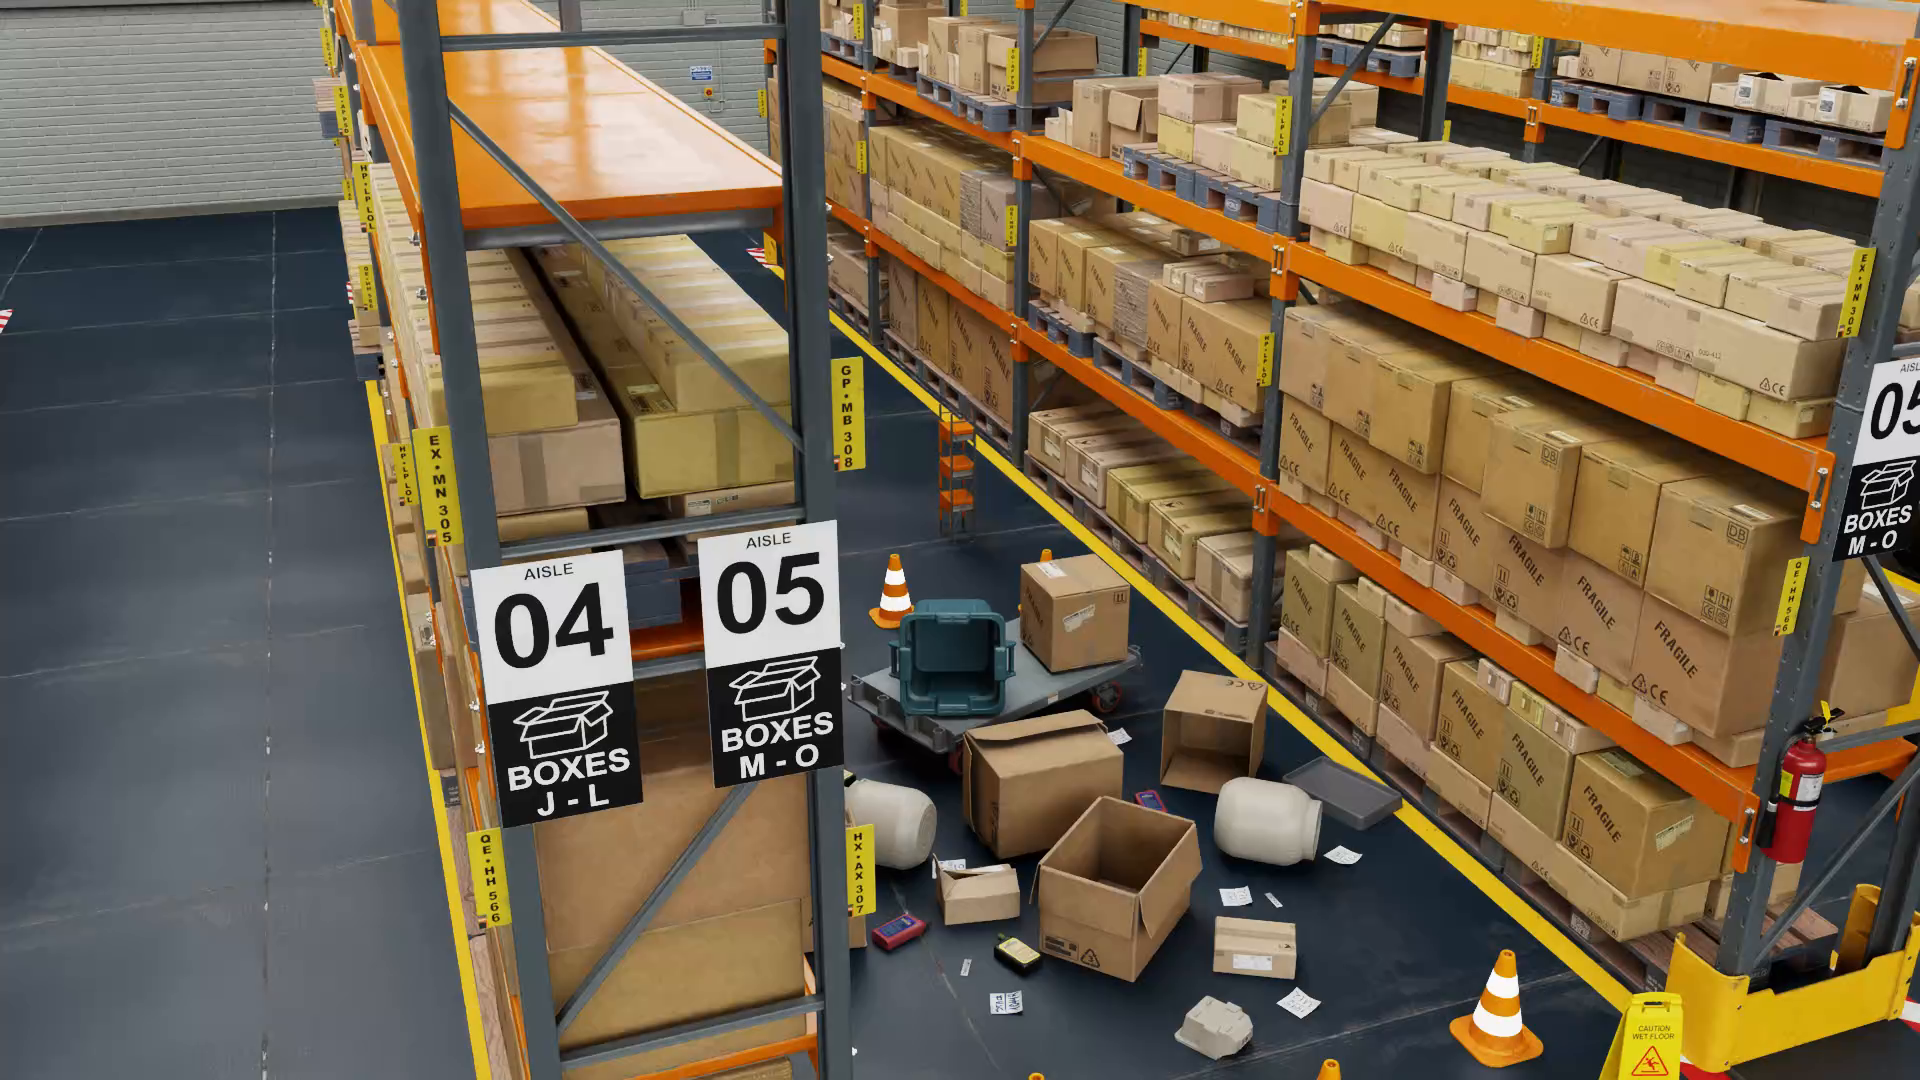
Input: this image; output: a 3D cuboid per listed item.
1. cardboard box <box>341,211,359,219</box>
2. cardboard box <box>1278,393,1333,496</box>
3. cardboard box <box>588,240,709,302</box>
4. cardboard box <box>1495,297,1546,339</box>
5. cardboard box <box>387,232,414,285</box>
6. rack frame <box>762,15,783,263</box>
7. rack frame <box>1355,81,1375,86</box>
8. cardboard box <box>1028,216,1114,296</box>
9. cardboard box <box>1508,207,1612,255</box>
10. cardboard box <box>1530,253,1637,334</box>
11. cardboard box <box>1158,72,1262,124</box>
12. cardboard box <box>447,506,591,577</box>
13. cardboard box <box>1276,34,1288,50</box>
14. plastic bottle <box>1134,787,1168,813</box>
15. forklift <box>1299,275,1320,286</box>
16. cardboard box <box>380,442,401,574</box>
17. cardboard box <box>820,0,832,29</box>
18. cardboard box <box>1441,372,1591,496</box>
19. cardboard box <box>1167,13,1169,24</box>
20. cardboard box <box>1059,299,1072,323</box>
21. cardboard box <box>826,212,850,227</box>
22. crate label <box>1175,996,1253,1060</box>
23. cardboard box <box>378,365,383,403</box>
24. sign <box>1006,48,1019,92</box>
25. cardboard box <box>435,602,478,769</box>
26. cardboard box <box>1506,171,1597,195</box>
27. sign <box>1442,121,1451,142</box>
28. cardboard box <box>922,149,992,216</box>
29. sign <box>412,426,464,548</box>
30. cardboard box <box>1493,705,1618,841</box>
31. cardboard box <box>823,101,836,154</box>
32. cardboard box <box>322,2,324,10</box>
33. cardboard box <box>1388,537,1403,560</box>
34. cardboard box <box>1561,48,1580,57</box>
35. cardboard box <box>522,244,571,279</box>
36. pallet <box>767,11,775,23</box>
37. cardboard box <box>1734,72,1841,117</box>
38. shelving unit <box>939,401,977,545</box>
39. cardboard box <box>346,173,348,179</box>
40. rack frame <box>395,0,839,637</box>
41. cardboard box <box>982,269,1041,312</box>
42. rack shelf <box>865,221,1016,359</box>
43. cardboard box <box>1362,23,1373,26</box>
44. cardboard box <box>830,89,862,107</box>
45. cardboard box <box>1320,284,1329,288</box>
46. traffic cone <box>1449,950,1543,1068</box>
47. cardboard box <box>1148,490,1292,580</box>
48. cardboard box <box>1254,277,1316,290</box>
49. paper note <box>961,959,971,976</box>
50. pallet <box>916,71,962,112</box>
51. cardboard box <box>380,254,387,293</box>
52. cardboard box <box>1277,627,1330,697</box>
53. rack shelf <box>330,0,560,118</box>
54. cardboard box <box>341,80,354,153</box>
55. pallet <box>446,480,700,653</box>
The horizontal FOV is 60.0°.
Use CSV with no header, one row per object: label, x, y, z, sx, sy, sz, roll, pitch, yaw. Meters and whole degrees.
cardboard box,-5.174,-2.765,14.464,0.380,0.149,0.250,-8,24,-19
cardboard box,2.240,-0.607,9.816,0.500,0.500,0.500,-8,24,-19
cardboard box,-1.105,-0.953,5.915,0.380,0.149,0.250,-9,24,-20
cardboard box,2.787,-1.078,7.908,0.380,0.149,0.250,-9,24,-20
cardboard box,-1.901,-1.048,6.139,0.380,0.149,0.250,-8,24,-19
rack frame,-1.893,-4.982,20.709,1.000,3.000,0.127,-8,24,-19
rack frame,4.162,-4.211,18.879,1.000,3.000,0.127,-8,24,-19
cardboard box,0.875,-2.257,13.190,0.500,0.500,0.500,-9,24,-20
cardboard box,2.790,-1.437,7.733,0.380,0.149,0.250,-8,24,-18
cardboard box,2.962,-1.138,7.537,0.500,0.250,0.500,-8,24,-18
cardboard box,1.641,-2.920,10.962,0.500,0.250,0.500,-8,24,-18
cardboard box,-1.271,-0.033,4.758,0.380,0.149,0.250,-8,24,-19
cardboard box,3.759,-5.568,18.559,0.380,0.149,0.250,-9,24,-19
plastic bottle,1.047,1.458,9.211,0.133,0.061,0.283,-4,23,-10
forklift,2.722,-2.181,14.152,1.130,2.935,3.031,-9,24,-20
cardboard box,-3.532,-0.283,11.915,1.050,0.750,0.750,-9,24,-20
cardboard box,-1.322,-5.897,18.219,0.500,0.500,0.500,-8,24,-18
cardboard box,2.880,-0.525,8.333,0.700,0.500,0.500,-9,24,-19
cardboard box,2.836,-6.596,20.999,0.380,0.149,0.250,-8,24,-19
cardboard box,0.995,-1.796,12.933,0.380,0.149,0.250,-10,25,-22
cardboard box,-1.567,-3.769,20.588,0.875,0.438,0.875,-9,25,-21
crate label,1.146,2.170,7.425,0.298,0.136,0.250,18,29,36
cardboard box,-5.063,-1.550,15.242,0.500,0.500,0.500,-7,24,-17
sign,0.411,-3.659,12.940,0.100,0.325,0.005,-8,24,-19
cardboard box,-1.812,0.566,7.351,0.875,0.550,0.550,-8,24,-19
cardboard box,3.044,-1.794,8.580,0.380,0.149,0.250,-9,24,-20
sign,2.851,-2.320,9.864,0.100,0.325,0.005,-8,24,-19
cardboard box,-0.025,-3.286,15.267,0.500,0.500,0.500,-9,24,-20
sign,-1.349,-0.137,4.313,0.100,0.325,0.005,-8,24,-19
cardboard box,3.044,1.115,8.277,0.500,0.500,0.500,-7,24,-17
cardboard box,-1.266,-4.538,18.239,0.500,0.500,0.500,-8,24,-18
cardboard box,-6.486,-5.641,17.445,0.380,0.149,0.250,-8,24,-19
cardboard box,2.595,0.016,9.172,0.380,0.149,0.250,-8,24,-19
cardboard box,5.669,-4.420,15.193,0.380,0.149,0.250,-8,24,-18
cardboard box,-1.482,-1.086,6.744,0.500,0.250,0.500,-9,24,-19
pallet,-1.622,-6.055,19.507,1.003,0.211,1.213,-8,24,-19
cardboard box,6.233,-3.394,12.523,0.500,0.311,0.500,-9,25,-21
shelving unit,-0.019,-0.503,12.592,0.215,1.050,0.252,-8,24,-19
cardboard box,-5.693,-3.322,16.258,0.500,0.500,0.500,-9,24,-20
rack frame,-0.836,-1.217,4.052,1.000,3.000,0.127,-8,24,-19
cardboard box,0.511,-2.154,14.192,0.500,0.250,0.500,-9,25,-21
rack shelf,0.226,-2.471,15.676,1.077,0.370,4.000,-8,24,-19
cardboard box,4.329,-5.326,16.933,0.380,0.149,0.250,-8,24,-18
cardboard box,-1.186,-4.781,17.980,0.380,0.149,0.250,-9,24,-19
cardboard box,4.320,-2.854,18.337,0.500,0.500,0.500,-9,24,-20
traffic cone,2.400,2.021,7.359,0.336,0.463,0.334,-8,24,-19
cardboard box,1.901,-0.056,11.862,0.950,0.372,0.625,-7,24,-16
cardboard box,2.109,-1.572,11.565,0.500,0.500,0.500,-8,24,-19
paper note,0.029,2.034,7.912,0.032,0.001,0.123,4,23,9
pallet,0.258,-4.003,14.767,1.003,0.211,1.213,-7,24,-17
cardboard box,-2.439,-1.233,7.606,0.380,0.149,0.250,-9,24,-20
cardboard box,2.302,0.703,10.220,0.500,0.250,0.500,-10,25,-21
rack shelf,-2.956,-2.881,9.441,1.077,0.370,4.000,-8,24,-19
cardboard box,-4.291,-3.140,12.348,0.500,0.500,0.500,-8,24,-19
pallet,-1.108,-0.062,5.287,1.003,0.211,1.213,-8,24,-19
